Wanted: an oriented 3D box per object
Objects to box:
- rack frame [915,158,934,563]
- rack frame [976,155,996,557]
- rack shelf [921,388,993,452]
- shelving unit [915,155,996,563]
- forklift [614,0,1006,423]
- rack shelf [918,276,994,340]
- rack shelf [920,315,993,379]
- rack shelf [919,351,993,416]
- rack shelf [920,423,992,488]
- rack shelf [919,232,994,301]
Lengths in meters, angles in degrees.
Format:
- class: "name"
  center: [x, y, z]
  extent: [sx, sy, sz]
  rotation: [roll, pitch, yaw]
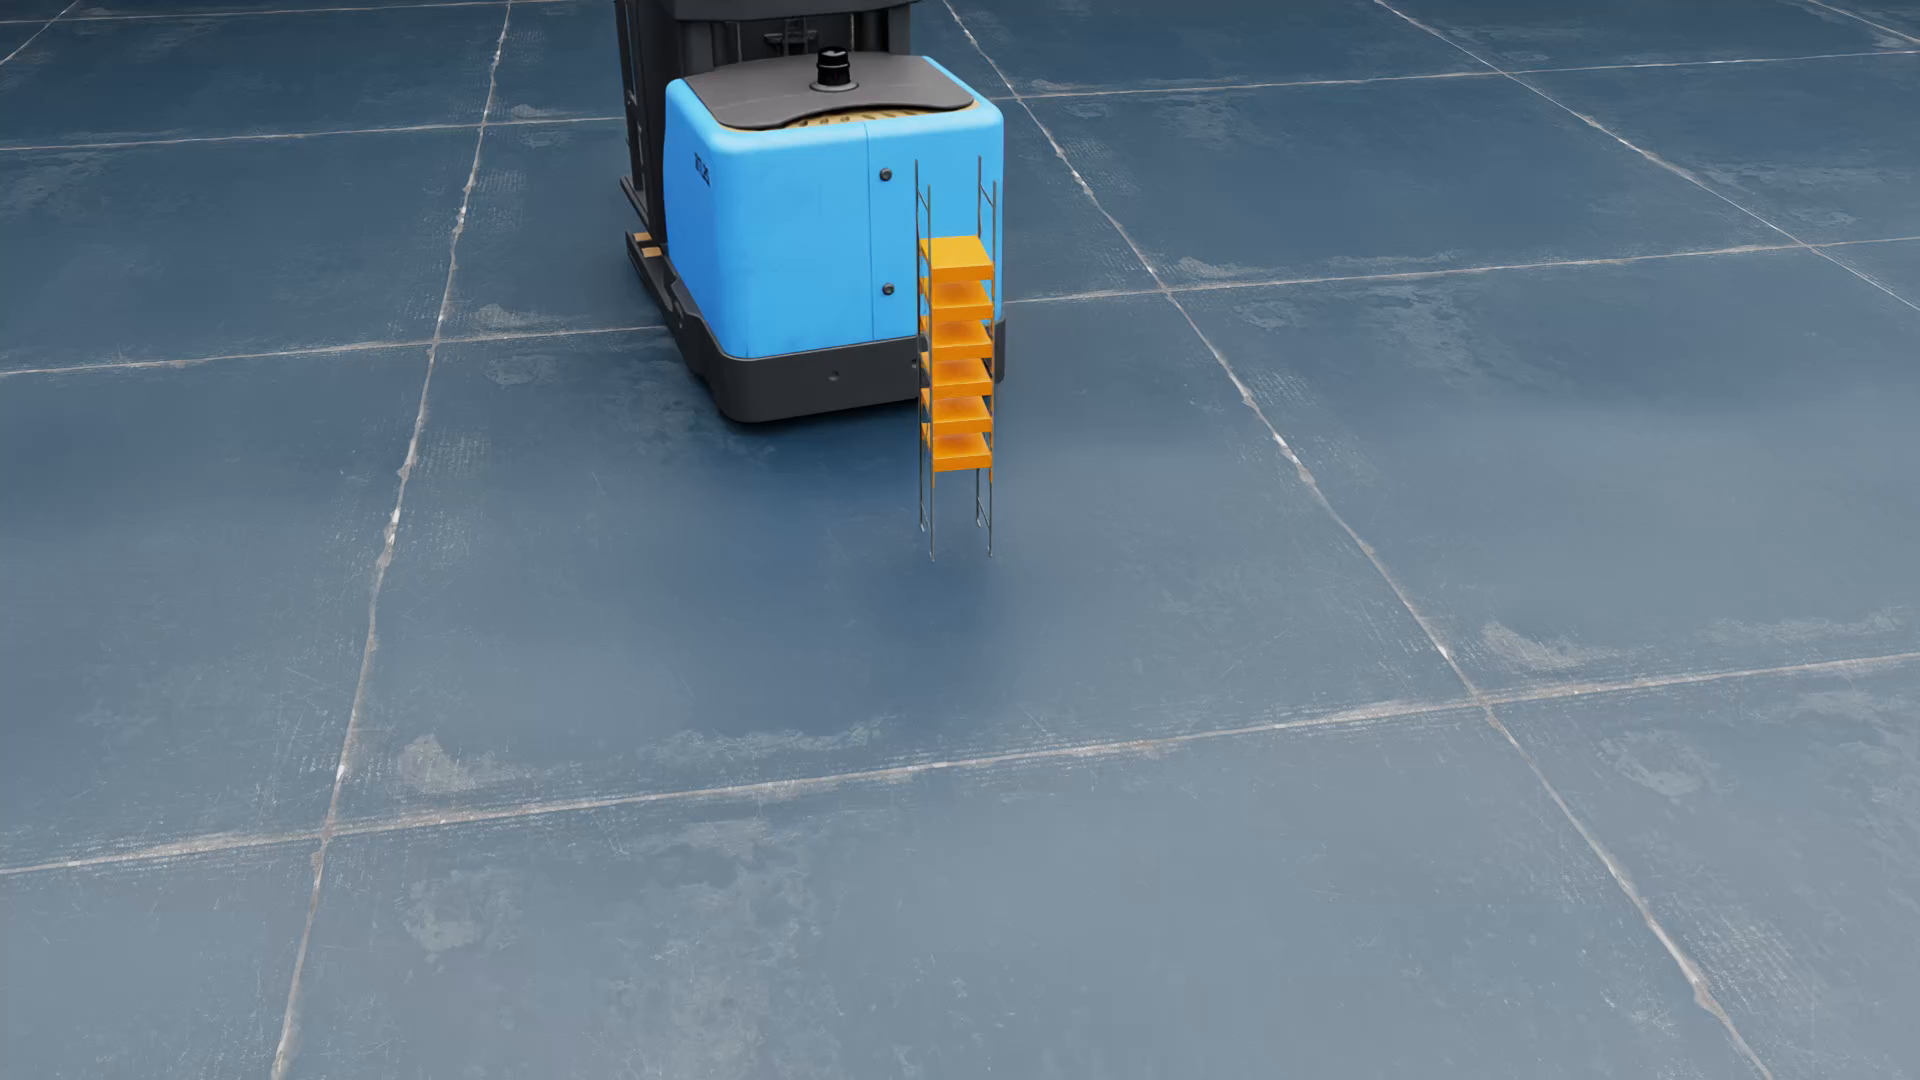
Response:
- class: "rack frame"
  center: [-0.104, -0.508, 4.929]
  extent: [0.006, 1.200, 0.240]
  rotation: [-5, 31, -9]
- class: "rack frame"
  center: [0.076, -0.524, 4.958]
  extent: [0.006, 1.200, 0.240]
  rotation: [-5, 31, -9]
- class: "rack shelf"
  center: [-0.014, -0.374, 5.027]
  extent: [0.180, 0.103, 0.258]
  rotation: [-5, 31, -9]
- class: "shelving unit"
  center: [-0.014, -0.516, 4.944]
  extent: [0.189, 1.200, 0.258]
  rotation: [-5, 31, -9]
- class: "forklift"
  center: [-0.813, -2.407, 6.451]
  extent: [1.130, 2.935, 3.031]
  rotation: [-10, 32, -17]
- class: "rack shelf"
  center: [-0.014, -0.684, 4.844]
  extent: [0.180, 0.103, 0.258]
  rotation: [-5, 31, -9]
- class: "rack shelf"
  center: [-0.014, -0.581, 4.905]
  extent: [0.180, 0.103, 0.258]
  rotation: [-5, 31, -9]
- class: "rack shelf"
  center: [-0.014, -0.478, 4.966]
  extent: [0.180, 0.103, 0.258]
  rotation: [-5, 31, -9]
- class: "rack shelf"
  center: [-0.014, -0.271, 5.088]
  extent: [0.180, 0.103, 0.258]
  rotation: [-5, 31, -9]
- class: "rack shelf"
  center: [-0.014, -0.788, 4.784]
  extent: [0.180, 0.103, 0.258]
  rotation: [-5, 31, -9]
